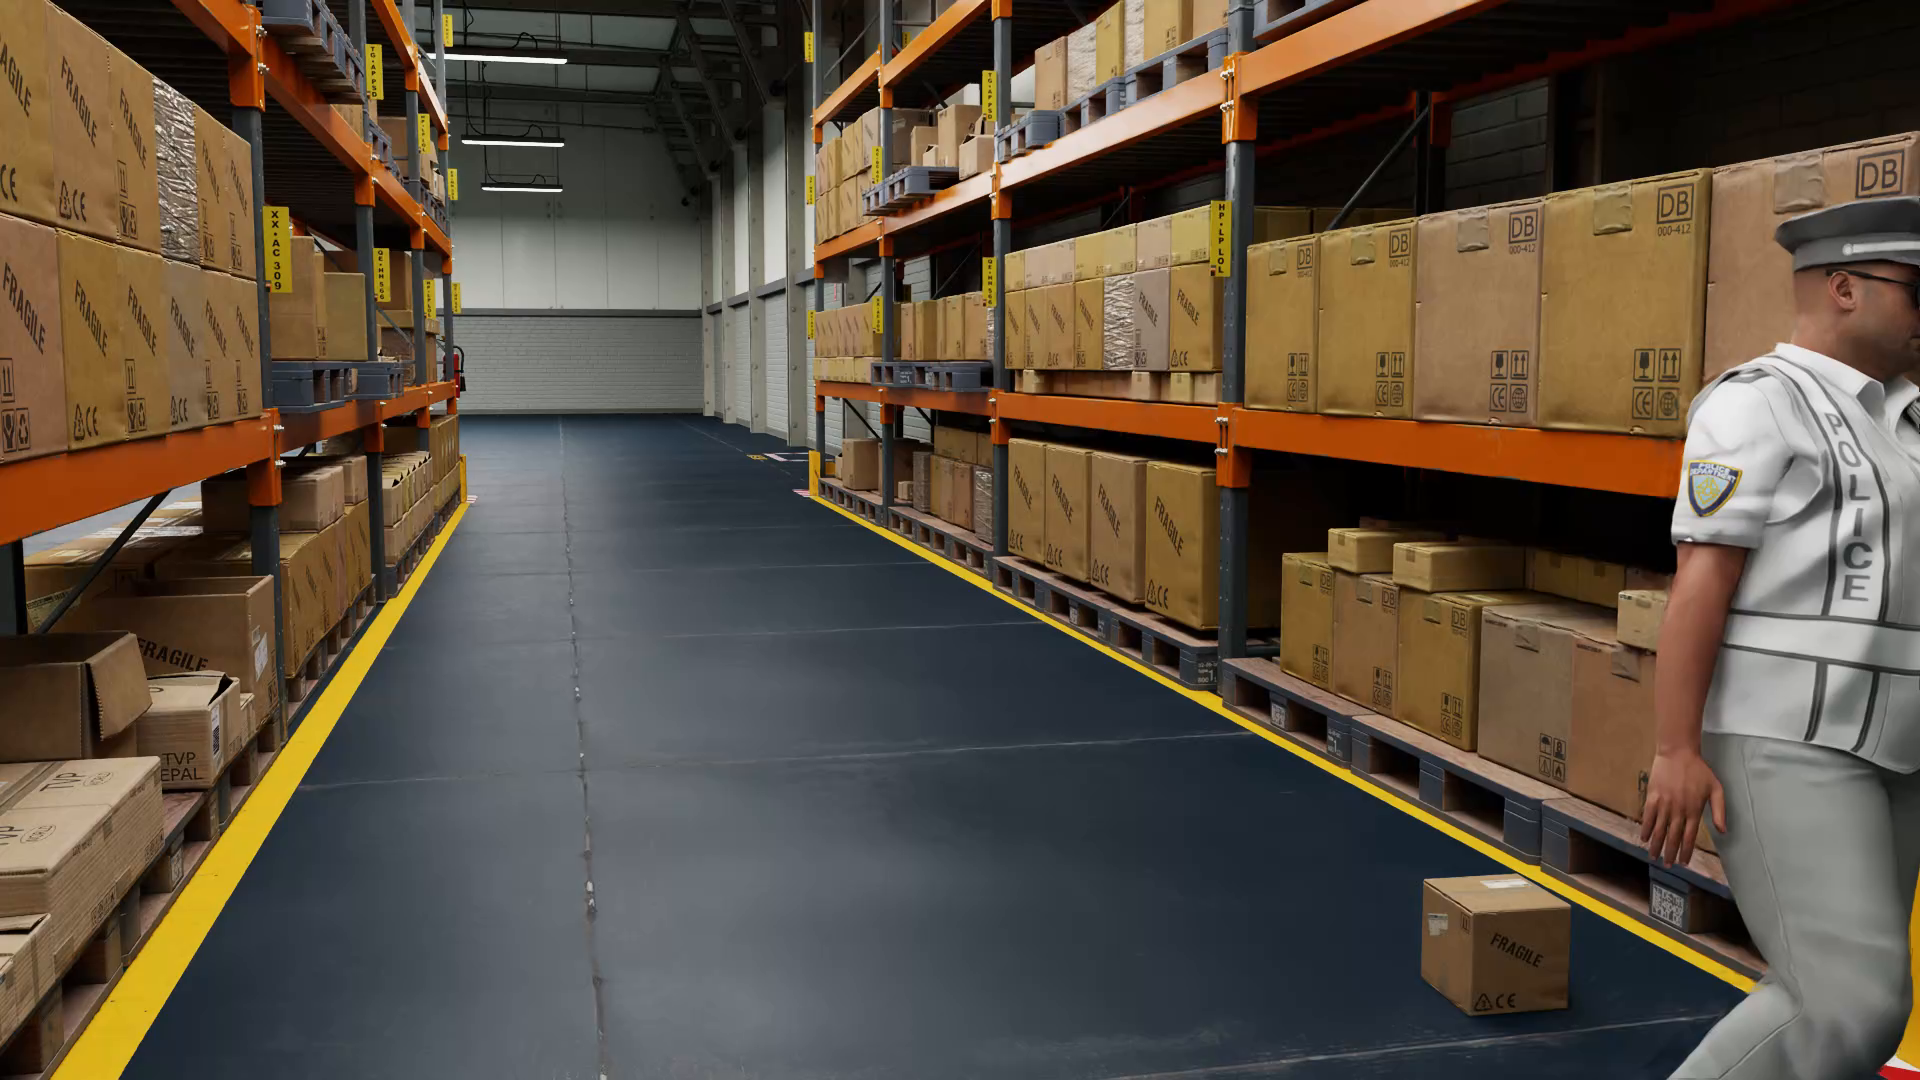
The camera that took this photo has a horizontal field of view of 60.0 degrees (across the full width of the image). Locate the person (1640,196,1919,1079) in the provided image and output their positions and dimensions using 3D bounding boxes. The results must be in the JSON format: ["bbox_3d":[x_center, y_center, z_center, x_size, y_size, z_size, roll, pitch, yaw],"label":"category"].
[{"bbox_3d":[1.363,0.353,2.603,0.619,1.764,0.461,-4,7,-31],"label":"person"}]
